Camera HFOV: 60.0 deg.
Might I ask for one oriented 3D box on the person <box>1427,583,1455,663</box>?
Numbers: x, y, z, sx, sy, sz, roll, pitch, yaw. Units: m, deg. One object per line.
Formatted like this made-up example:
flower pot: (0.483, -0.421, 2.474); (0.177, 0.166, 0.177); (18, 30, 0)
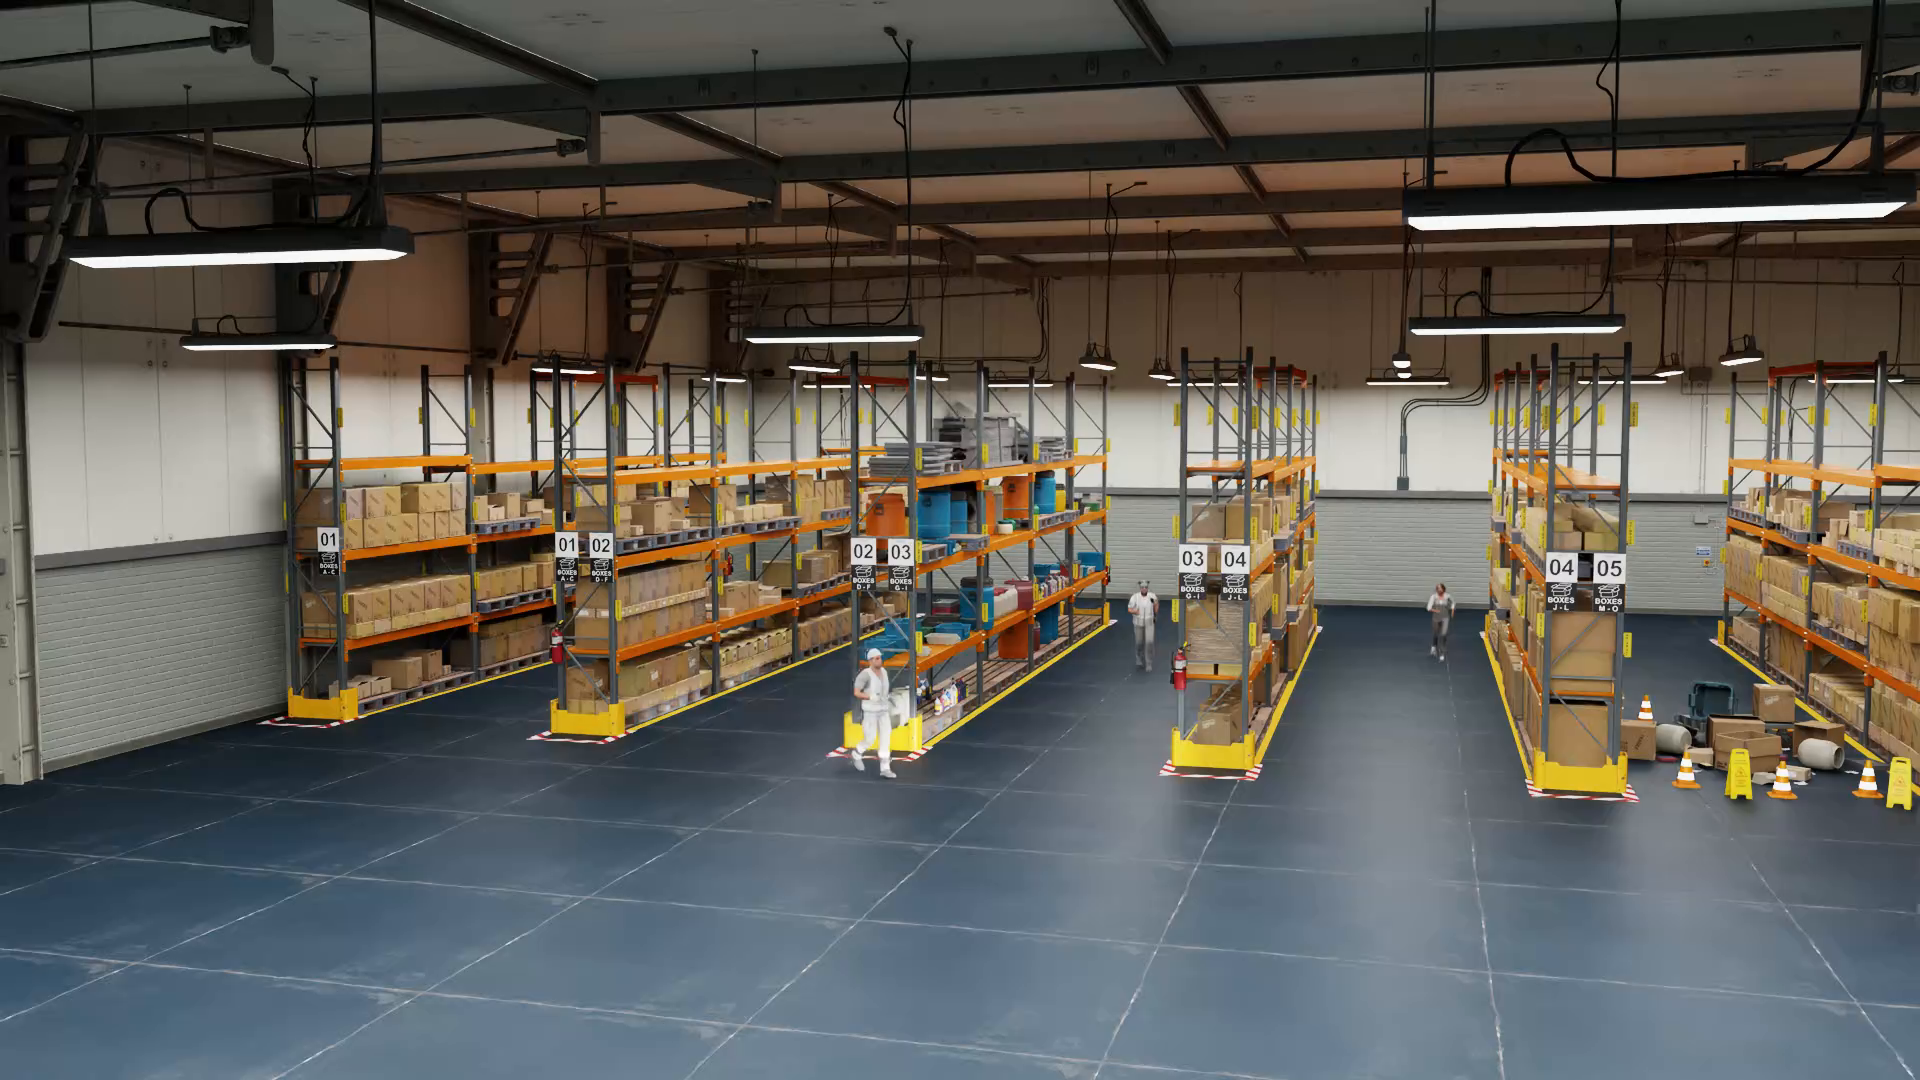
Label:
person: (9.929, 1.684, 34.353); (0.550, 1.610, 0.885); (1, 4, 15)

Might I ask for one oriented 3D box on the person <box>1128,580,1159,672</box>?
person: (3.655, 1.677, 33.156); (0.621, 1.798, 0.937); (0, 4, 3)

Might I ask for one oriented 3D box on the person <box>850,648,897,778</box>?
person: (-1.205, 2.399, 23.212); (0.659, 1.781, 0.854); (-4, 6, -42)
